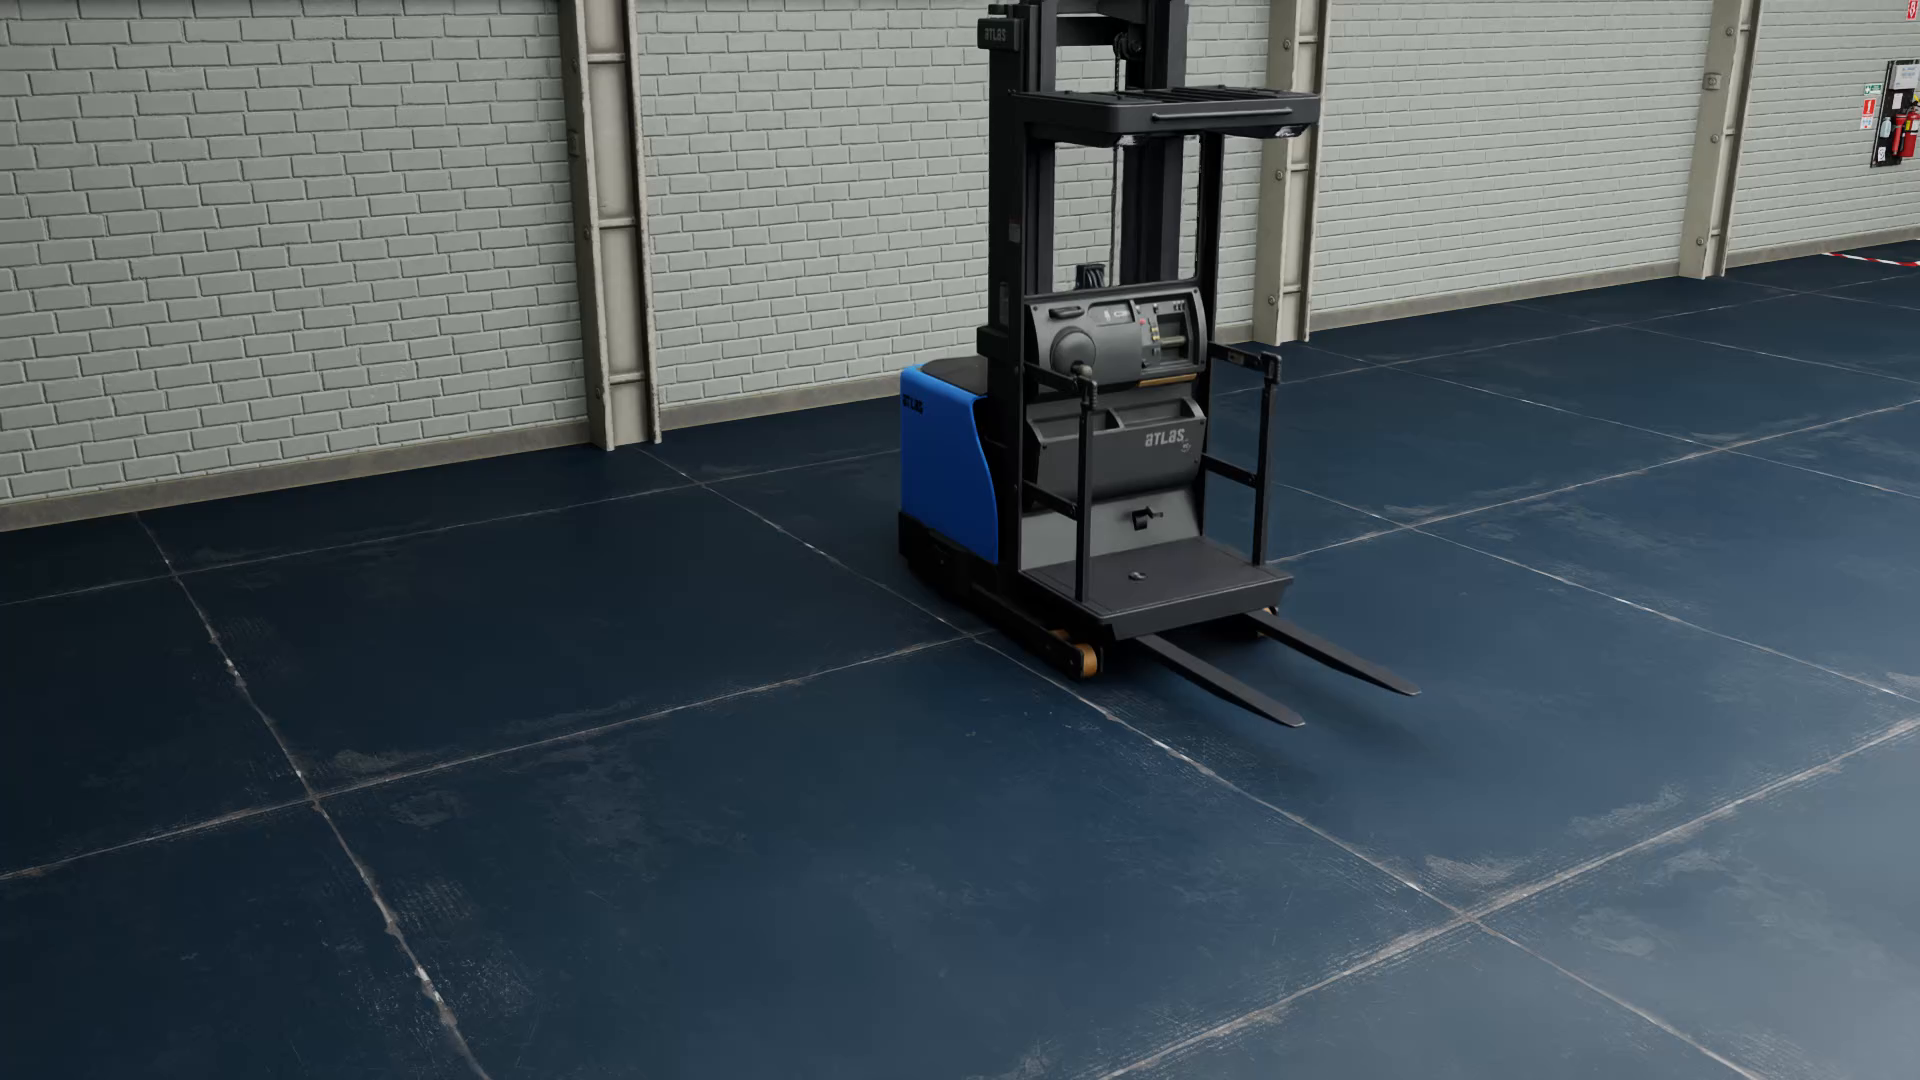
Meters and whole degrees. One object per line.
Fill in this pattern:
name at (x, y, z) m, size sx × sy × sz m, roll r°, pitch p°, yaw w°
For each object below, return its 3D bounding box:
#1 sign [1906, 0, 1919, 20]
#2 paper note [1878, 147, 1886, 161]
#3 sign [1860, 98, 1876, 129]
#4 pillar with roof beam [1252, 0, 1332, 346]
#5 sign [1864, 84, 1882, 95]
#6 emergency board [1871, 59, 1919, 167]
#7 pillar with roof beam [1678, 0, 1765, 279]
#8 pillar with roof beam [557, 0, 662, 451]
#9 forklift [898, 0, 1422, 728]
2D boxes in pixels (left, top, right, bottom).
sign at (10.633, -5.953, 18.551) m, size 0.199 × 0.298 × 0.001 m, roll -12°, pitch 22°, yaw -31°
paper note at (10.509, -4.400, 18.951) m, size 0.142 × 0.148 × 0.016 m, roll -12°, pitch 22°, yaw -31°
sign at (10.176, -4.777, 18.635) m, size 0.234 × 0.329 × 0.001 m, roll -12°, pitch 22°, yaw -31°
pillar with roof beam at (5.125, -4.832, 9.486) m, size 0.400 × 9.000 × 9.100 m, roll -12°, pitch 22°, yaw -31°
sign at (10.185, -5.026, 18.546) m, size 0.331 × 0.109 × 0.001 m, roll -12°, pitch 22°, yaw -31°
emergency board at (10.695, -4.830, 18.847) m, size 0.643 × 1.169 × 0.194 m, roll -12°, pitch 22°, yaw -31°
pillar with roof beam at (10.136, -5.888, 12.612) m, size 0.400 × 9.000 × 9.100 m, roll -12°, pitch 22°, yaw -31°
pillar with roof beam at (0.114, -3.775, 6.360) m, size 0.400 × 9.000 × 9.100 m, roll -12°, pitch 22°, yaw -31°
forklift at (0.836, -0.931, 7.422) m, size 1.130 × 2.935 × 3.031 m, roll -10°, pitch 21°, yaw -28°
